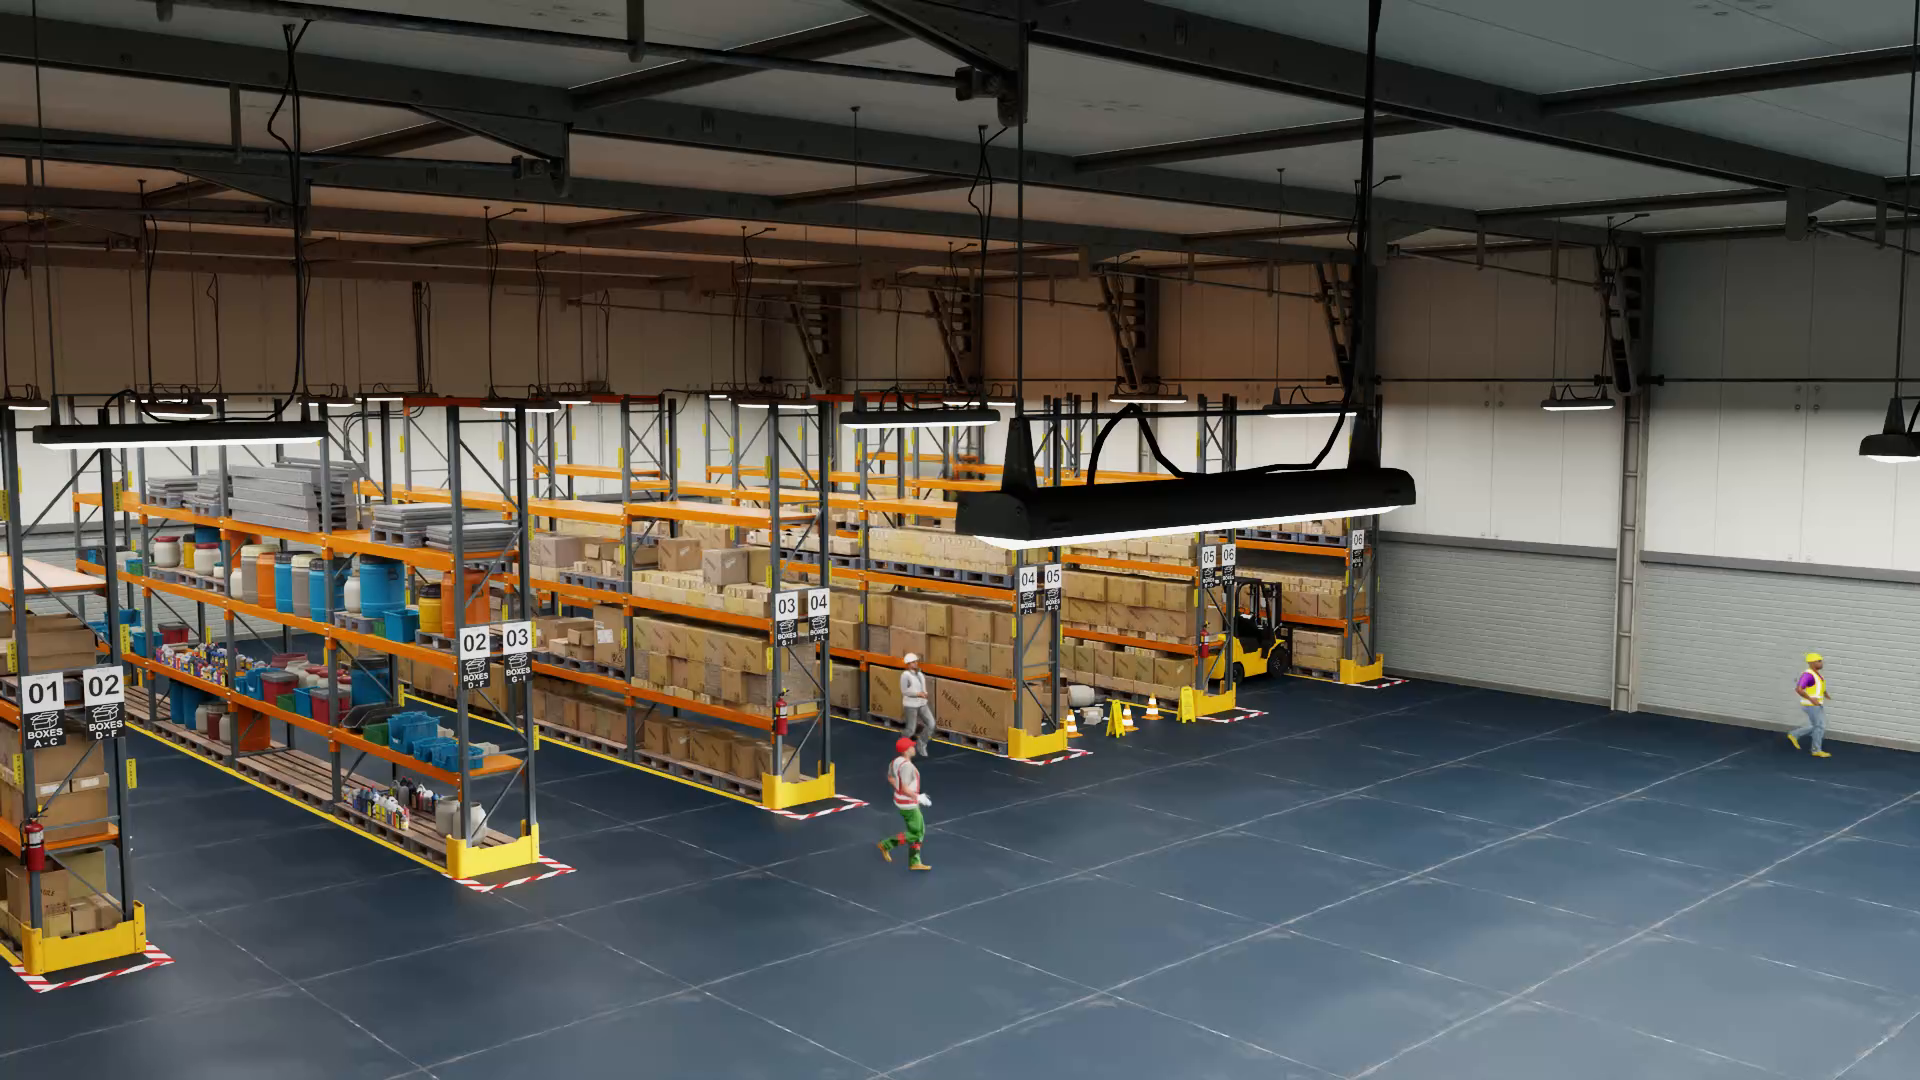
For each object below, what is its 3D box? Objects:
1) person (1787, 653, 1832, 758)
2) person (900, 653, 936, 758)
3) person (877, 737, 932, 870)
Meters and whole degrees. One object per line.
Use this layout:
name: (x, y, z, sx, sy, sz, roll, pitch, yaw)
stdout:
person: (14.321, 2.763, 27.984, 0.715, 1.741, 0.703, 5, 7, 41)
person: (-0.749, 2.780, 27.878, 0.726, 1.789, 0.662, 5, 7, 41)
person: (-0.731, 3.403, 21.379, 0.744, 1.759, 0.655, -2, 6, -16)
